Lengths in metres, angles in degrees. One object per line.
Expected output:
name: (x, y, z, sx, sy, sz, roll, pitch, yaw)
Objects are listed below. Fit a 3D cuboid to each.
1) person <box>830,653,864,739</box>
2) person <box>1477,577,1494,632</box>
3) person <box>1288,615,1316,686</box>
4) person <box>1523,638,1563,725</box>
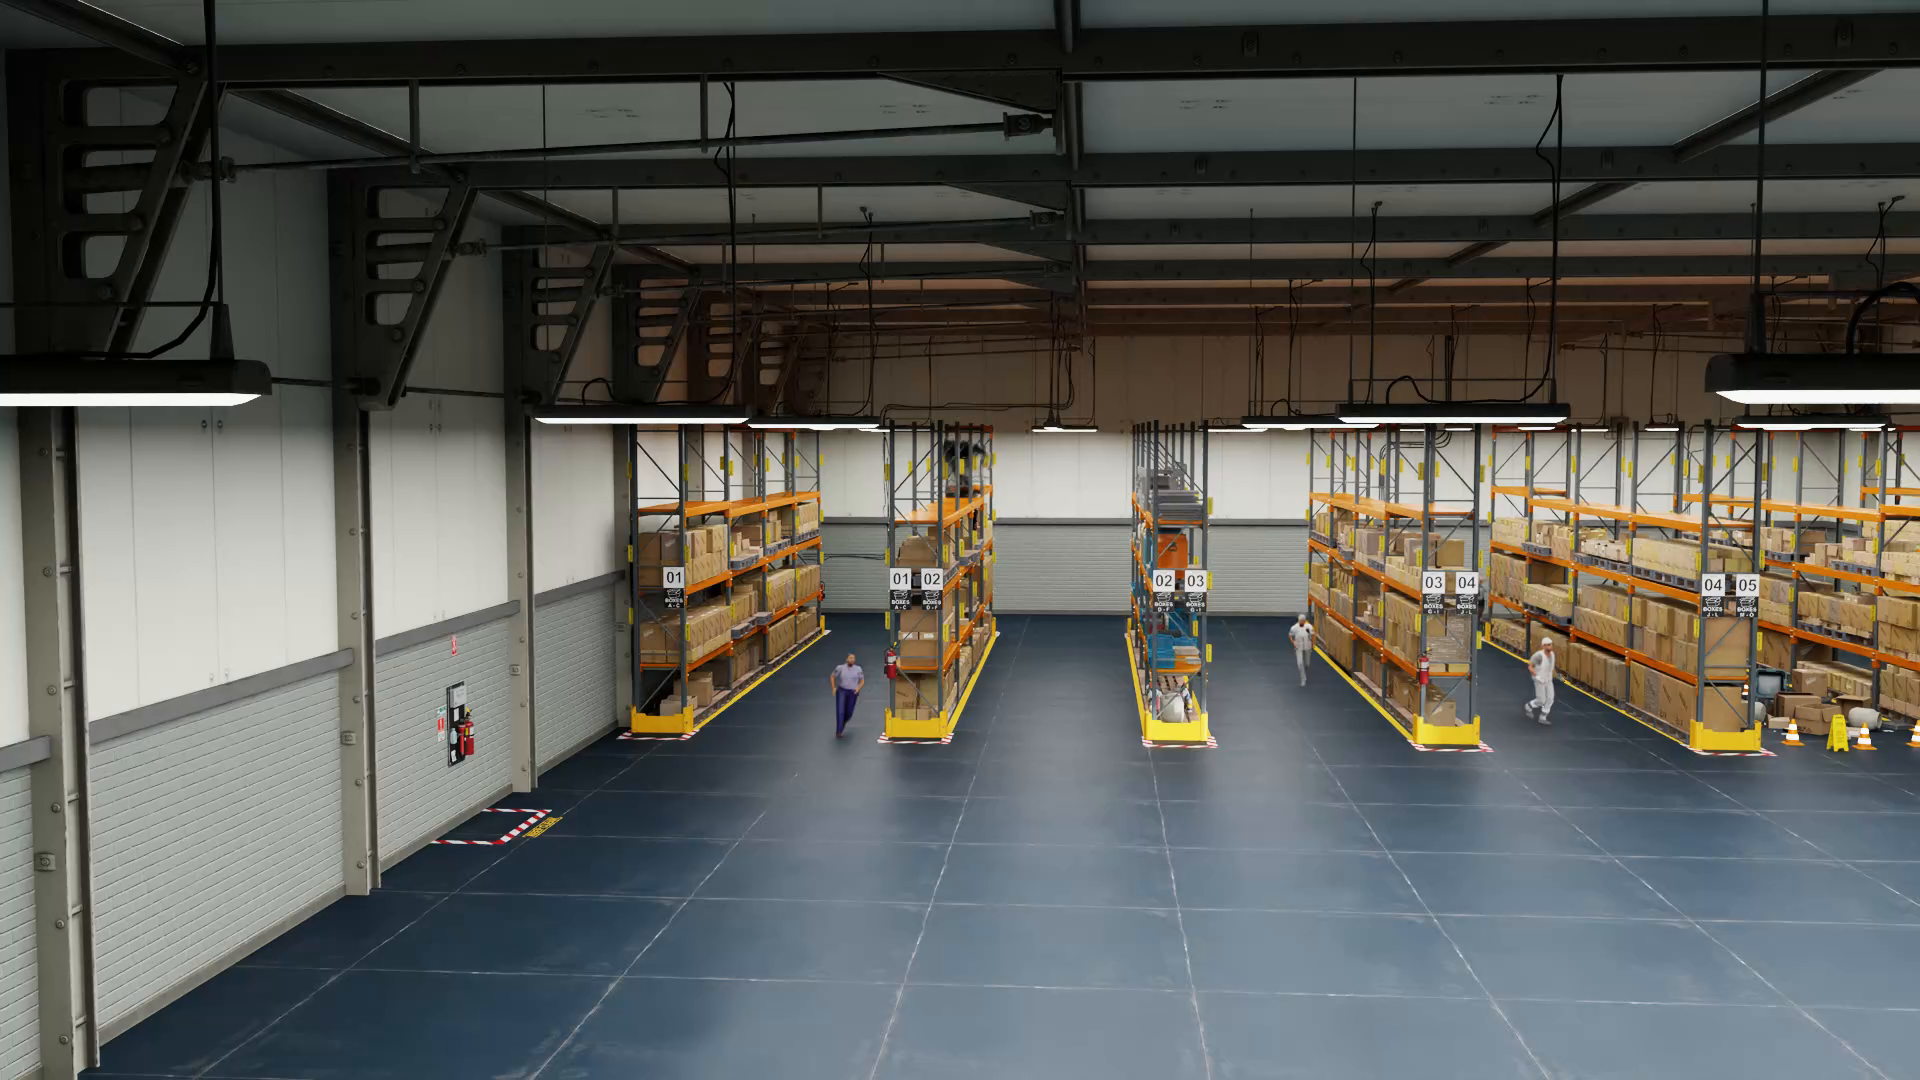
person: (-2.135, 2.933, 31.556, 0.649, 1.590, 0.746, -1, 4, -9)
person: (14.768, 1.893, 47.291, 0.871, 1.692, 0.693, 0, 4, 2)
person: (7.872, 2.519, 38.291, 0.619, 1.653, 0.805, 0, 4, 4)
person: (11.496, 2.778, 32.961, 0.663, 1.728, 0.697, -2, 4, -24)
